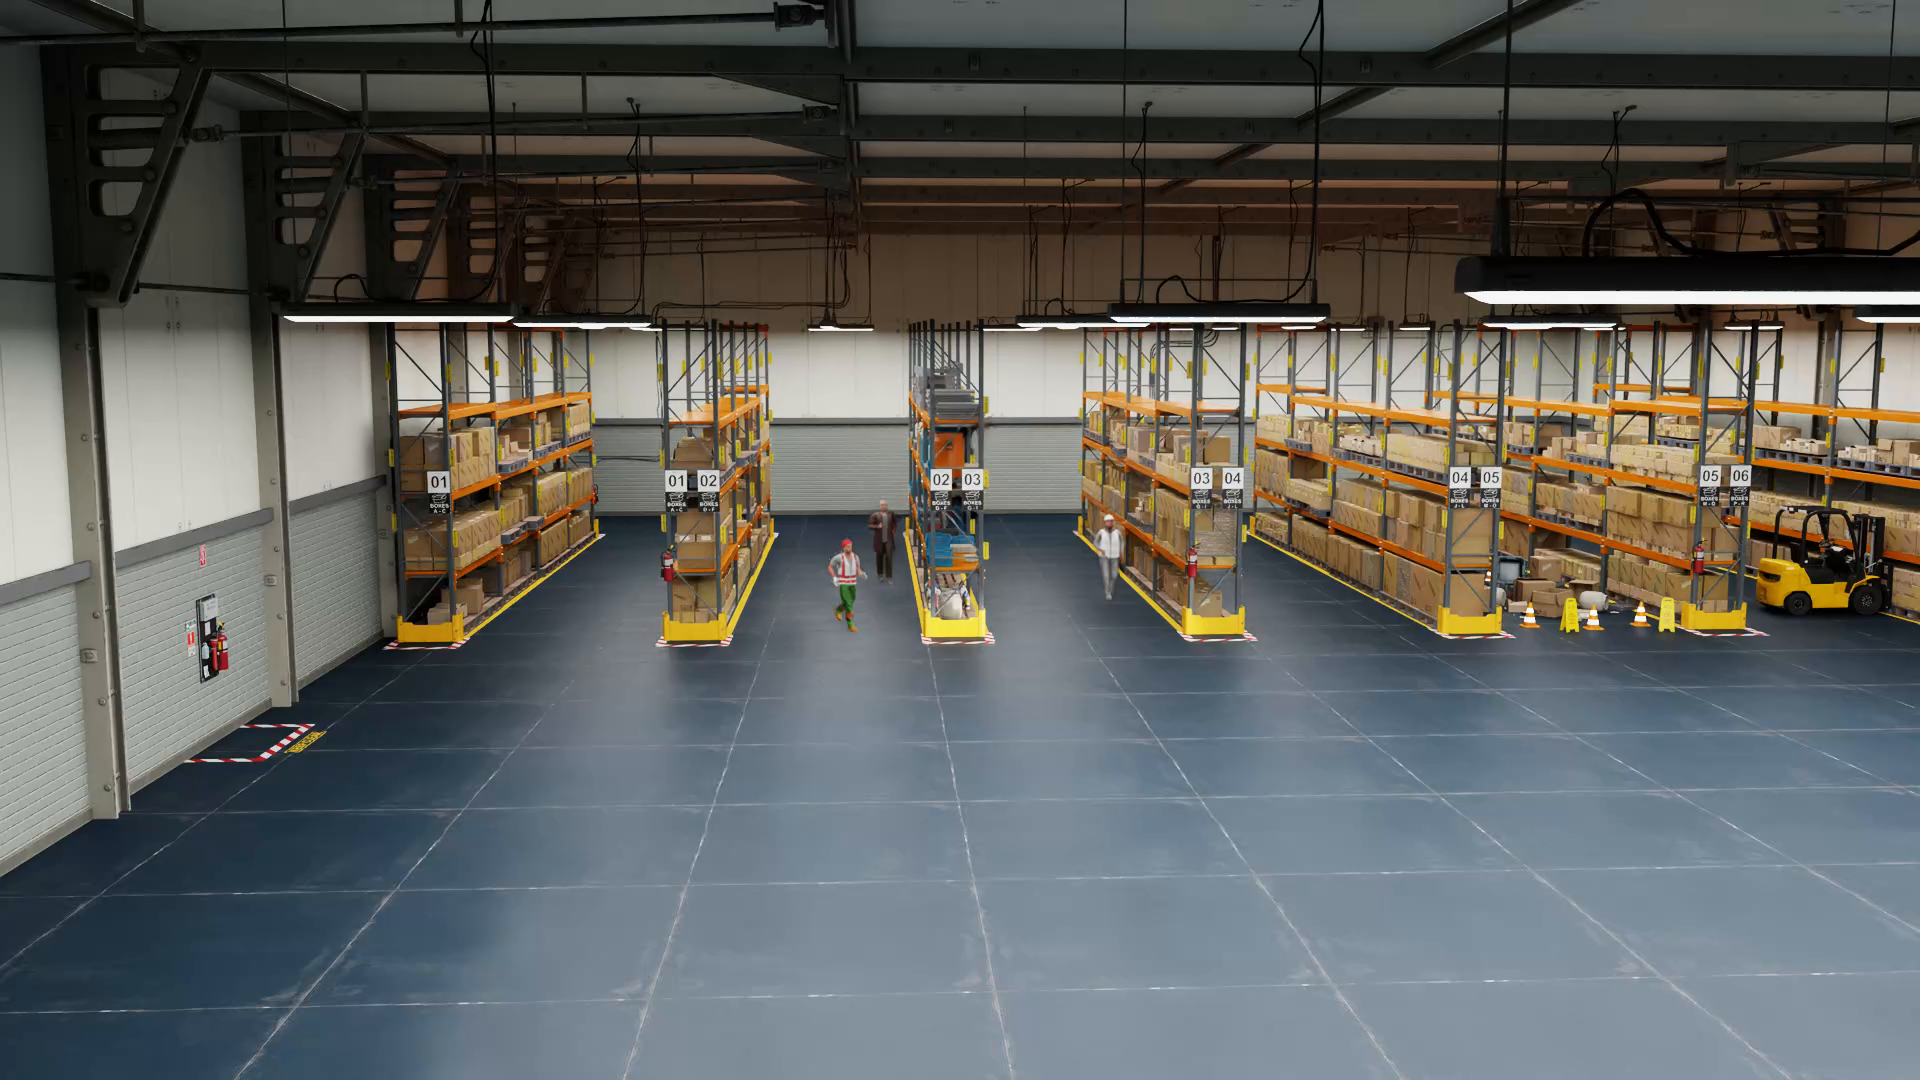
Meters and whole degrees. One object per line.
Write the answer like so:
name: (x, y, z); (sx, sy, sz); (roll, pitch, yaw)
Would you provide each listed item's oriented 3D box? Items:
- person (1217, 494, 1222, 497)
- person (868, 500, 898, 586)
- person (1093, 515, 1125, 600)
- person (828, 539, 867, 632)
person: (7.414, -0.902, 46.916); (0.669, 1.681, 0.760); (0, 7, 2)
person: (-1.671, 0.048, 36.329); (0.696, 1.842, 0.824); (-1, 7, -10)
person: (3.083, 0.349, 34.288); (0.661, 1.743, 0.522); (0, 7, -3)
person: (-2.232, 0.853, 32.126); (0.636, 1.766, 0.908); (-5, 9, -36)
